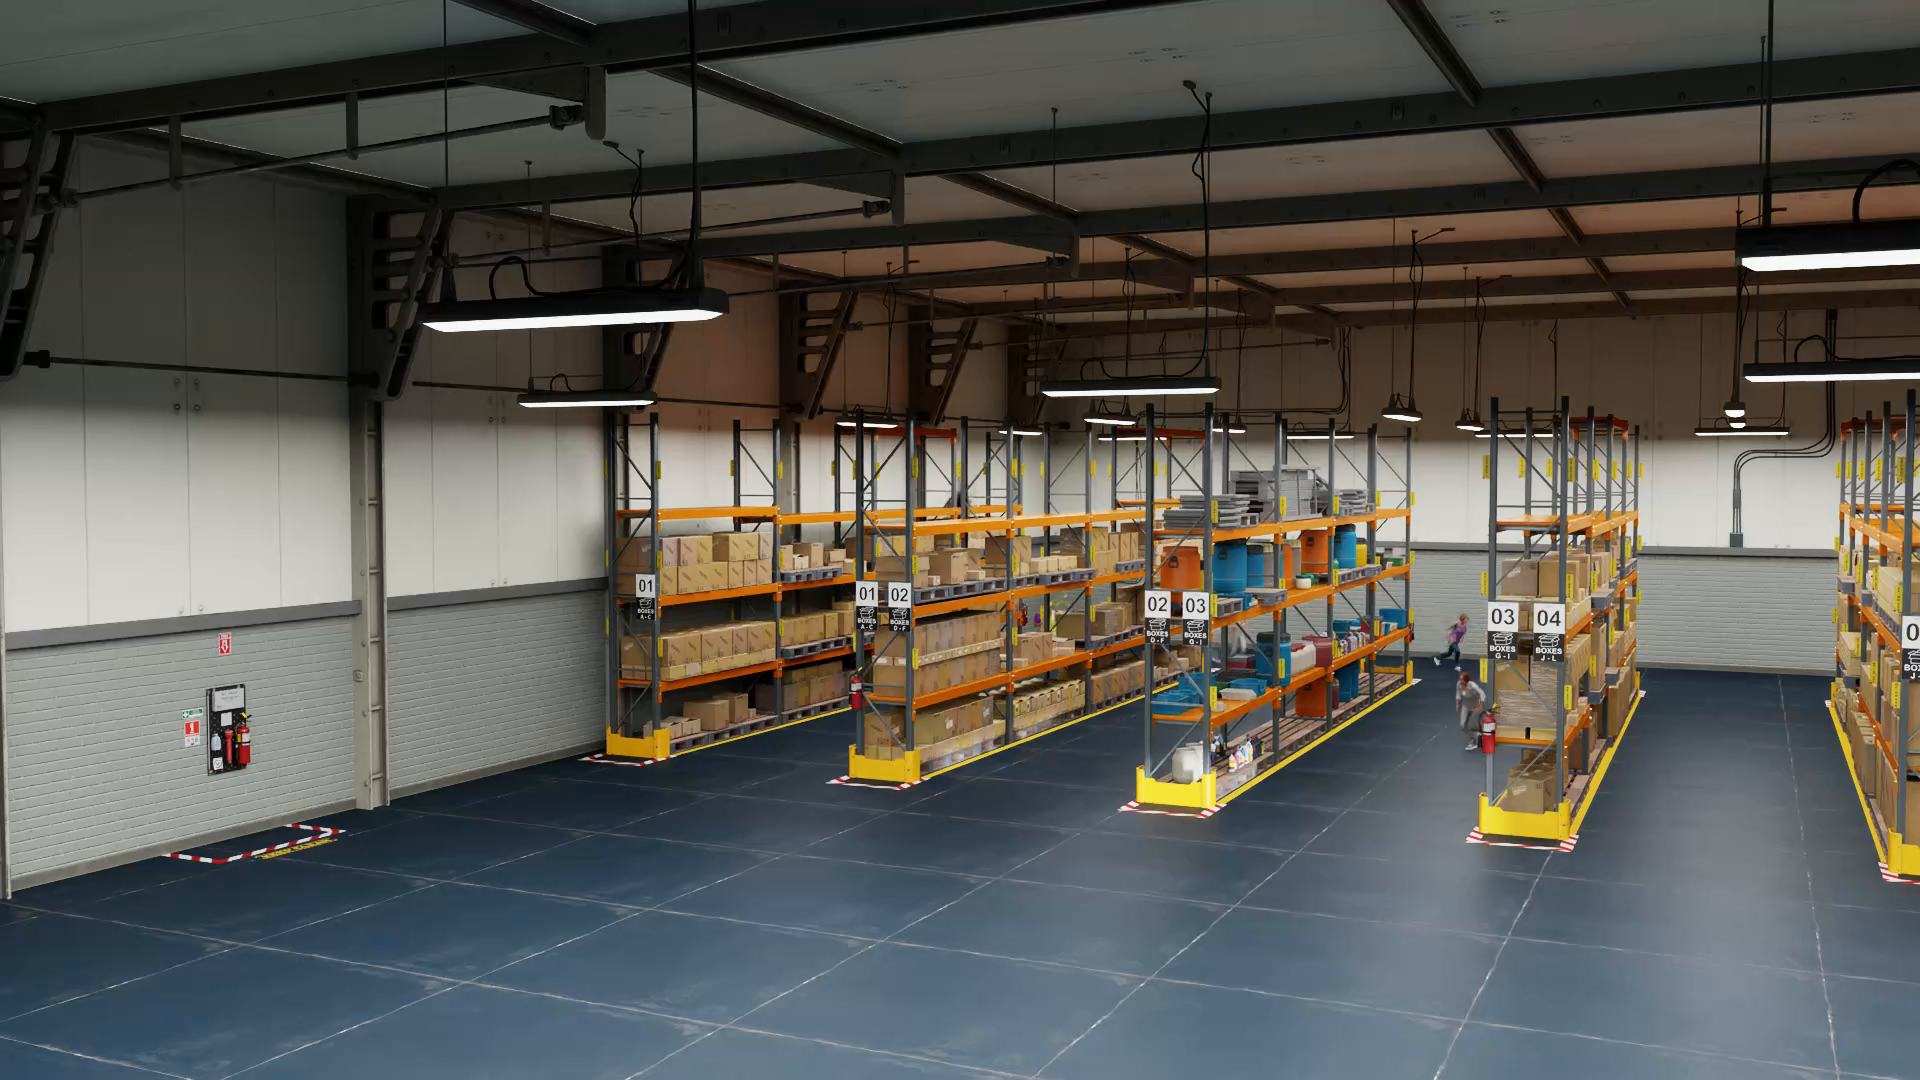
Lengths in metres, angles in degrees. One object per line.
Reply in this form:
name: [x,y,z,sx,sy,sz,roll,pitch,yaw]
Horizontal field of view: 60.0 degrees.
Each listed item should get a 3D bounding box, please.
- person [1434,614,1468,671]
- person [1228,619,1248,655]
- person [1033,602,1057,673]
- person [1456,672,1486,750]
person: [12.315,2.548,41.647,0.536,1.430,0.981,-1,3,-31]
person: [6.921,2.426,41.356,0.551,1.723,0.837,0,2,-4]
person: [2.169,2.387,41.230,0.681,1.824,0.846,1,2,12]
person: [9.177,3.043,29.762,0.553,1.425,0.854,2,3,41]
